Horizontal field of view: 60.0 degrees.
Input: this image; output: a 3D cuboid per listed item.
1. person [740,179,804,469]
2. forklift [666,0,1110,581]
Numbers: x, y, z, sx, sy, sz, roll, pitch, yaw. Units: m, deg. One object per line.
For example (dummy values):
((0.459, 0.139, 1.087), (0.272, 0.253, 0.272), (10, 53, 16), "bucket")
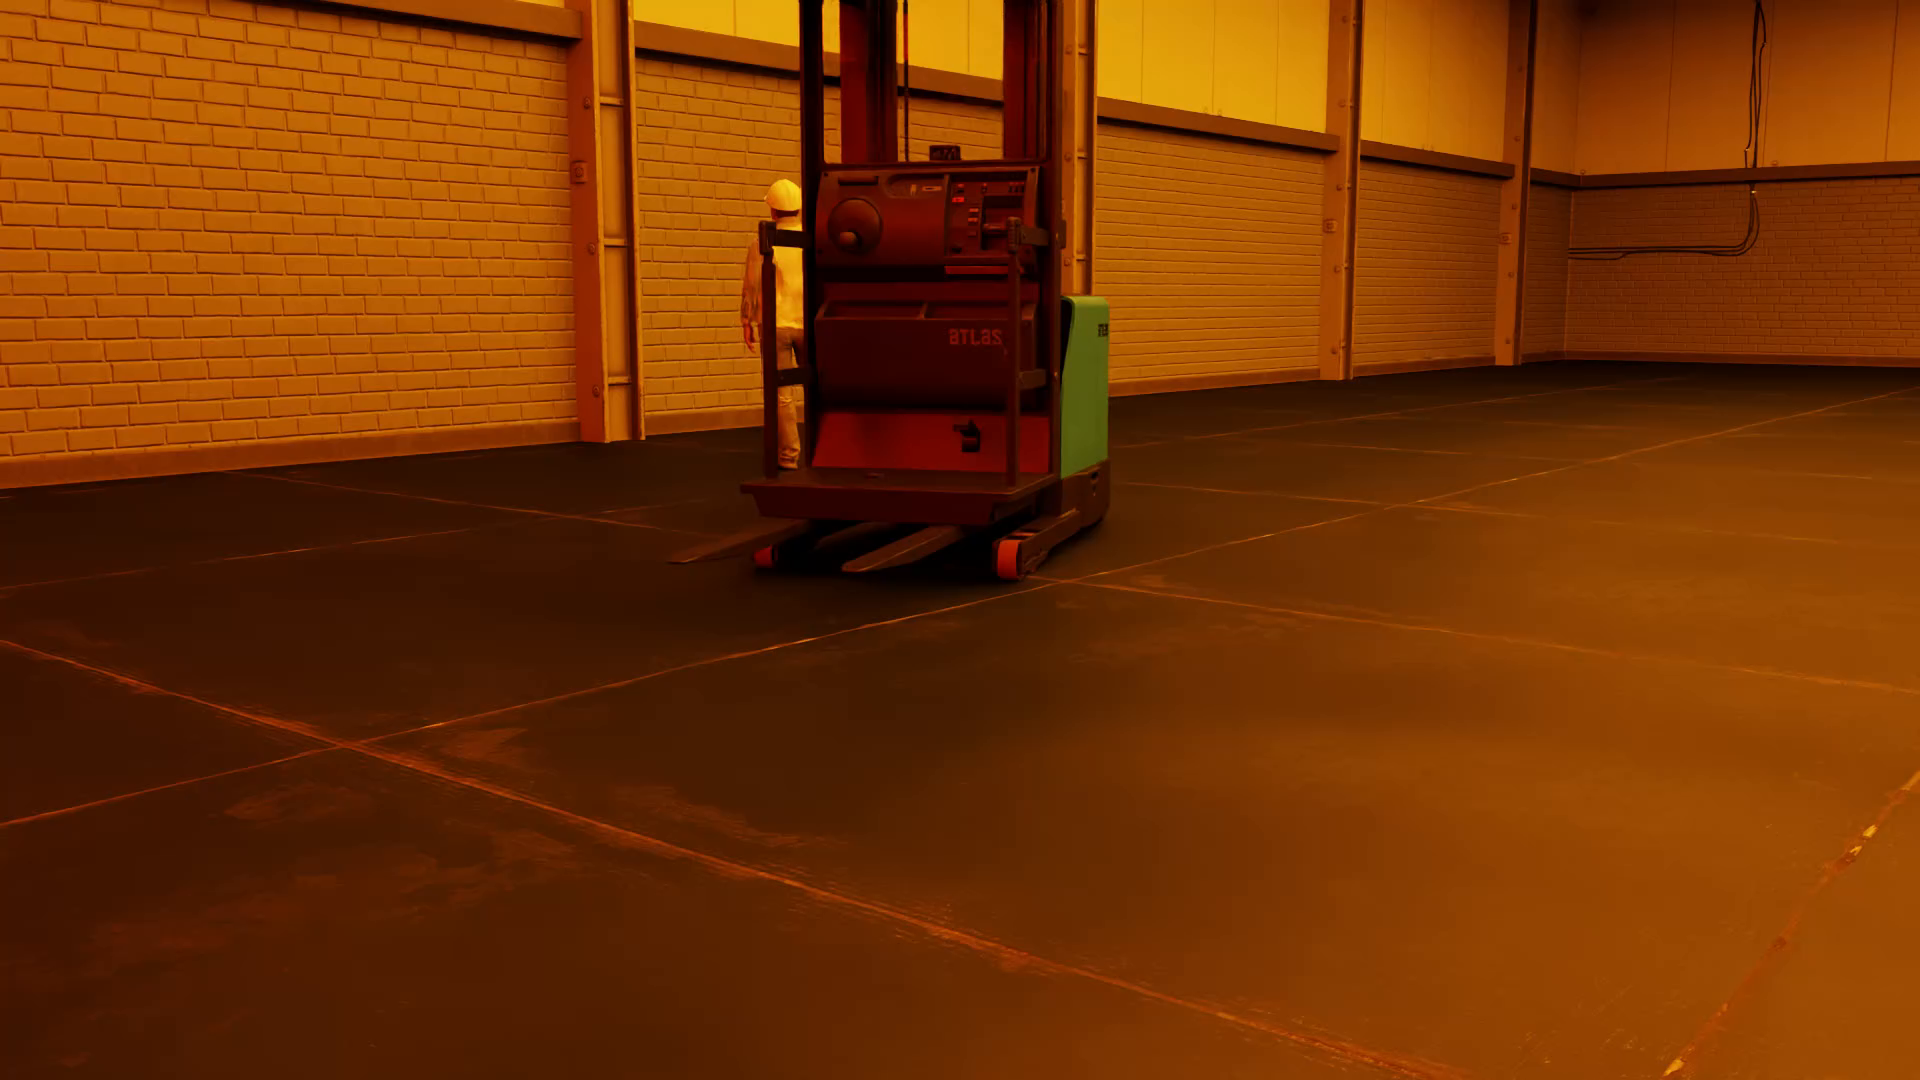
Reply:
((-1.067, -1.338, 10.384), (0.626, 1.775, 0.563), (-3, 9, -17), "person")
((-0.198, -1.355, 6.545), (1.130, 2.935, 3.031), (3, 9, 17), "forklift")
